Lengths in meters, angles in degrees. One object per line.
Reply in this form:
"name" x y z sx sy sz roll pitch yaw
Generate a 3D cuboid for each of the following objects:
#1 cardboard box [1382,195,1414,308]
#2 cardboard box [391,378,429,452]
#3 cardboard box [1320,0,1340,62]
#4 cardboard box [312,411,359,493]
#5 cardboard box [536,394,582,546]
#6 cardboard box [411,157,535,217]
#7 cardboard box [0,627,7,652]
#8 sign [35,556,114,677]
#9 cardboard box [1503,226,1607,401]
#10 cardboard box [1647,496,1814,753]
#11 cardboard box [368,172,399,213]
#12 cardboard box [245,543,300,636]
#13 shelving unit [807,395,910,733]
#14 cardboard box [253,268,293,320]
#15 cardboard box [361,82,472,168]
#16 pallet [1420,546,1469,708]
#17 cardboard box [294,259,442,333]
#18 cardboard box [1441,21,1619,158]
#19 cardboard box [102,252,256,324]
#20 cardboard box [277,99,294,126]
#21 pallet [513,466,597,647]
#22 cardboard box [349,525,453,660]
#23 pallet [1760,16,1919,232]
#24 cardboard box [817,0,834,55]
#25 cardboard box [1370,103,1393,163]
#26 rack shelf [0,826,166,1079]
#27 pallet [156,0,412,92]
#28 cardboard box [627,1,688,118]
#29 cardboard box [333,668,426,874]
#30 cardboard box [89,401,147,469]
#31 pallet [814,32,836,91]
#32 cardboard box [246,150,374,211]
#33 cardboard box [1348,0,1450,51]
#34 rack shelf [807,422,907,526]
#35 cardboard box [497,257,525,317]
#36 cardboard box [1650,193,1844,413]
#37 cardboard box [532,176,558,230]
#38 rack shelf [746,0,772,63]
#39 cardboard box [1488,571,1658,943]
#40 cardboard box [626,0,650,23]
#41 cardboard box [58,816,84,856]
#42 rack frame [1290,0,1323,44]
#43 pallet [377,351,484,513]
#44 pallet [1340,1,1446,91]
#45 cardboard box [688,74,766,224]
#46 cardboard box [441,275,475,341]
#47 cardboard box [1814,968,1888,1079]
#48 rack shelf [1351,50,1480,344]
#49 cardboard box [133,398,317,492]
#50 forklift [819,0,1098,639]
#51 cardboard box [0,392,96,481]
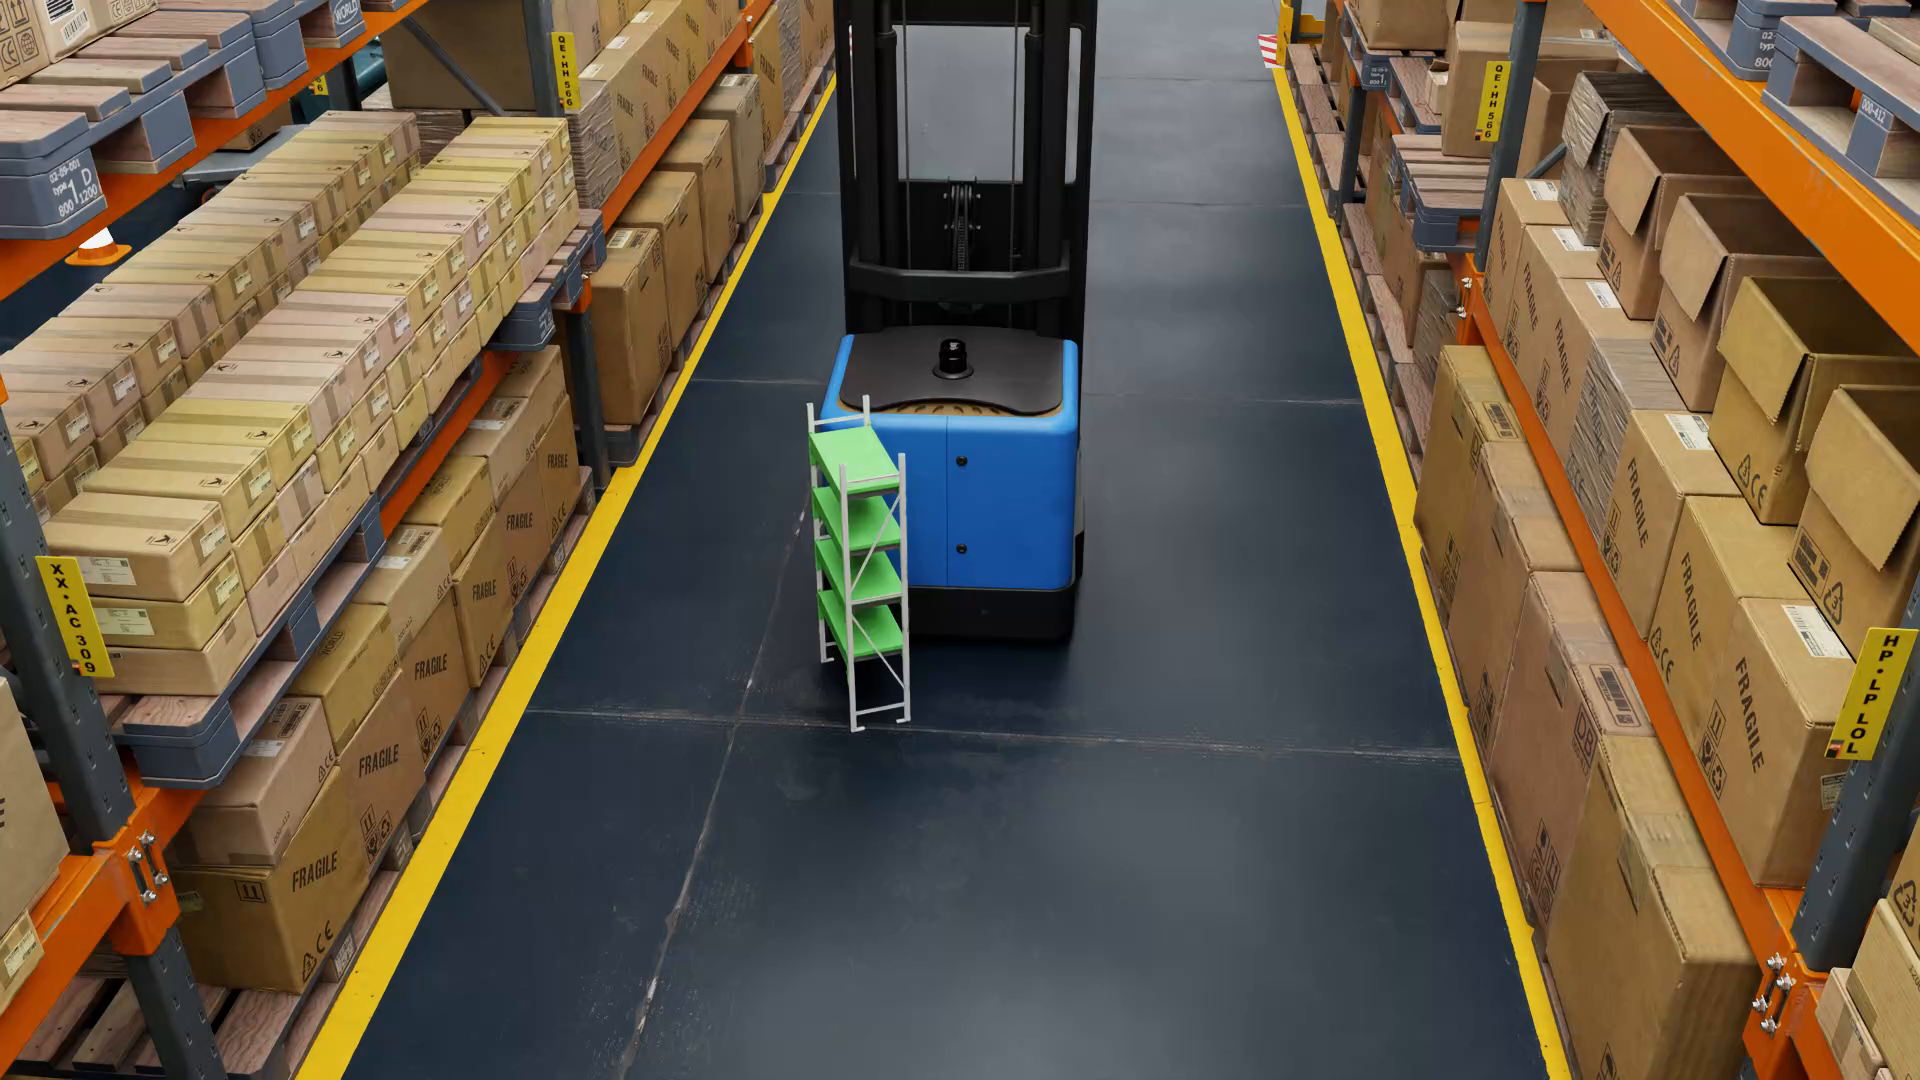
"cardboard box" 2.858 -1.654 9.538 0.700 0.500 0.500 0 32 0
"cardboard box" -1.963 -0.415 5.403 0.380 0.149 0.250 2 32 3
"cardboard box" 3.290 -4.273 13.806 0.500 0.500 0.500 8 33 13
"cardboard box" -2.003 -0.265 4.877 0.380 0.149 0.250 1 32 2
"cardboard box" -2.022 -0.325 7.400 0.500 0.500 0.500 2 32 4
"cardboard box" -1.856 -1.346 6.348 0.380 0.149 0.250 3 32 5
"cardboard box" -2.719 0.238 4.343 0.380 0.149 0.250 2 32 3
"sign" -2.013 0.177 3.779 0.100 0.325 0.005 2 32 4
"cardboard box" 2.356 -0.831 6.144 0.500 0.500 0.500 2 32 3
"cardboard box" 2.194 0.234 4.416 0.500 0.500 0.500 3 32 6
"cardboard box" -2.488 -1.378 6.682 0.380 0.149 0.250 4 32 6
"cardboard box" -2.047 0.123 4.531 0.380 0.149 0.250 3 32 5
"shelving unit" -0.388 0.100 6.444 0.258 1.200 0.503 -10 33 -15
"cardboard box" -2.572 -0.846 5.819 0.380 0.149 0.250 2 32 4
"cardboard box" -2.460 -1.855 7.805 0.500 0.500 0.500 2 32 4
"pallet" 2.567 0.296 7.069 1.003 0.211 1.213 2 32 4
"cardboard box" -1.941 -0.802 5.465 0.380 0.149 0.250 3 32 5
"cardboard box" 2.657 -2.102 7.806 0.700 0.500 0.500 7 32 11
"cardboard box" -2.589 -0.839 5.525 0.380 0.149 0.250 2 32 3
"cardboard box" -5.401 -3.255 12.552 0.500 0.500 0.500 27 41 37
"pallet" -2.294 0.030 7.499 1.003 0.211 1.213 2 32 4
"cardboard box" -2.144 0.172 5.879 0.500 0.250 0.500 4 32 6
"pallet" 2.406 -0.886 3.652 0.805 0.209 1.217 1 32 2
"cardboard box" -1.567 -4.665 14.086 0.875 0.875 0.875 3 32 4
"cardboard box" 3.105 -2.714 11.278 0.500 0.500 0.500 2 32 2
"rack shelf" -2.717 1.878 2.529 1.077 0.370 4.000 2 32 4
"pallet" -2.316 -1.531 4.696 1.213 0.211 1.003 2 32 4
"cardboard box" -1.800 -2.621 9.049 0.500 0.500 0.500 2 32 3
"cardboard box" -2.188 0.760 5.640 0.500 0.500 0.500 4 32 6
"cardboard box" -2.658 -0.299 4.932 0.380 0.149 0.250 1 32 2
"pallet" -1.564 -4.140 14.267 1.003 0.211 1.213 2 32 4
"cardboard box" -2.503 -1.388 6.416 0.380 0.149 0.250 2 32 4
"cardboard box" 2.828 -3.417 9.463 1.000 1.000 1.000 3 32 4
"rack shelf" -0.388 -0.254 6.225 0.258 0.148 0.480 -10 33 -15
"cardboard box" -1.877 -0.965 6.296 0.380 0.149 0.250 2 32 3
"cardboard box" 2.527 -0.697 4.970 0.797 0.503 0.637 3 32 6
"cardboard box" -1.835 -1.346 6.631 0.380 0.149 0.250 4 32 6
"rack shelf" -1.740 -4.396 12.711 1.077 0.370 4.000 2 32 4
"cardboard box" 2.485 0.714 5.357 1.225 0.875 0.875 1 32 2
"cardboard box" -2.061 -3.068 8.821 0.700 0.500 0.500 2 32 3
"cardboard box" -2.746 0.692 5.035 0.500 0.250 0.500 2 32 3
"rack frame" 3.358 -5.484 13.789 1.000 3.000 0.127 2 32 4
"pallet" -2.349 -0.447 5.799 1.003 0.211 1.213 2 32 4
"pallet" 2.825 -2.917 9.807 1.003 0.211 1.213 2 32 4
"cardboard box" -1.864 -2.549 10.772 1.050 0.750 0.750 2 32 4
"cardboard box" -1.918 -0.811 5.763 0.380 0.149 0.250 3 32 5
"cardboard box" 2.025 1.038 3.445 0.380 0.149 0.250 3 32 4
"rack shelf" 2.869 -2.040 8.887 1.077 0.370 4.000 2 32 4
"cardboard box" -2.024 -0.265 4.593 0.380 0.149 0.250 3 32 4
"forklift" 0.037 -1.578 7.517 1.130 2.935 3.031 2 32 3
"cardboard box" -2.672 -0.293 4.638 0.380 0.149 0.250 1 32 2
